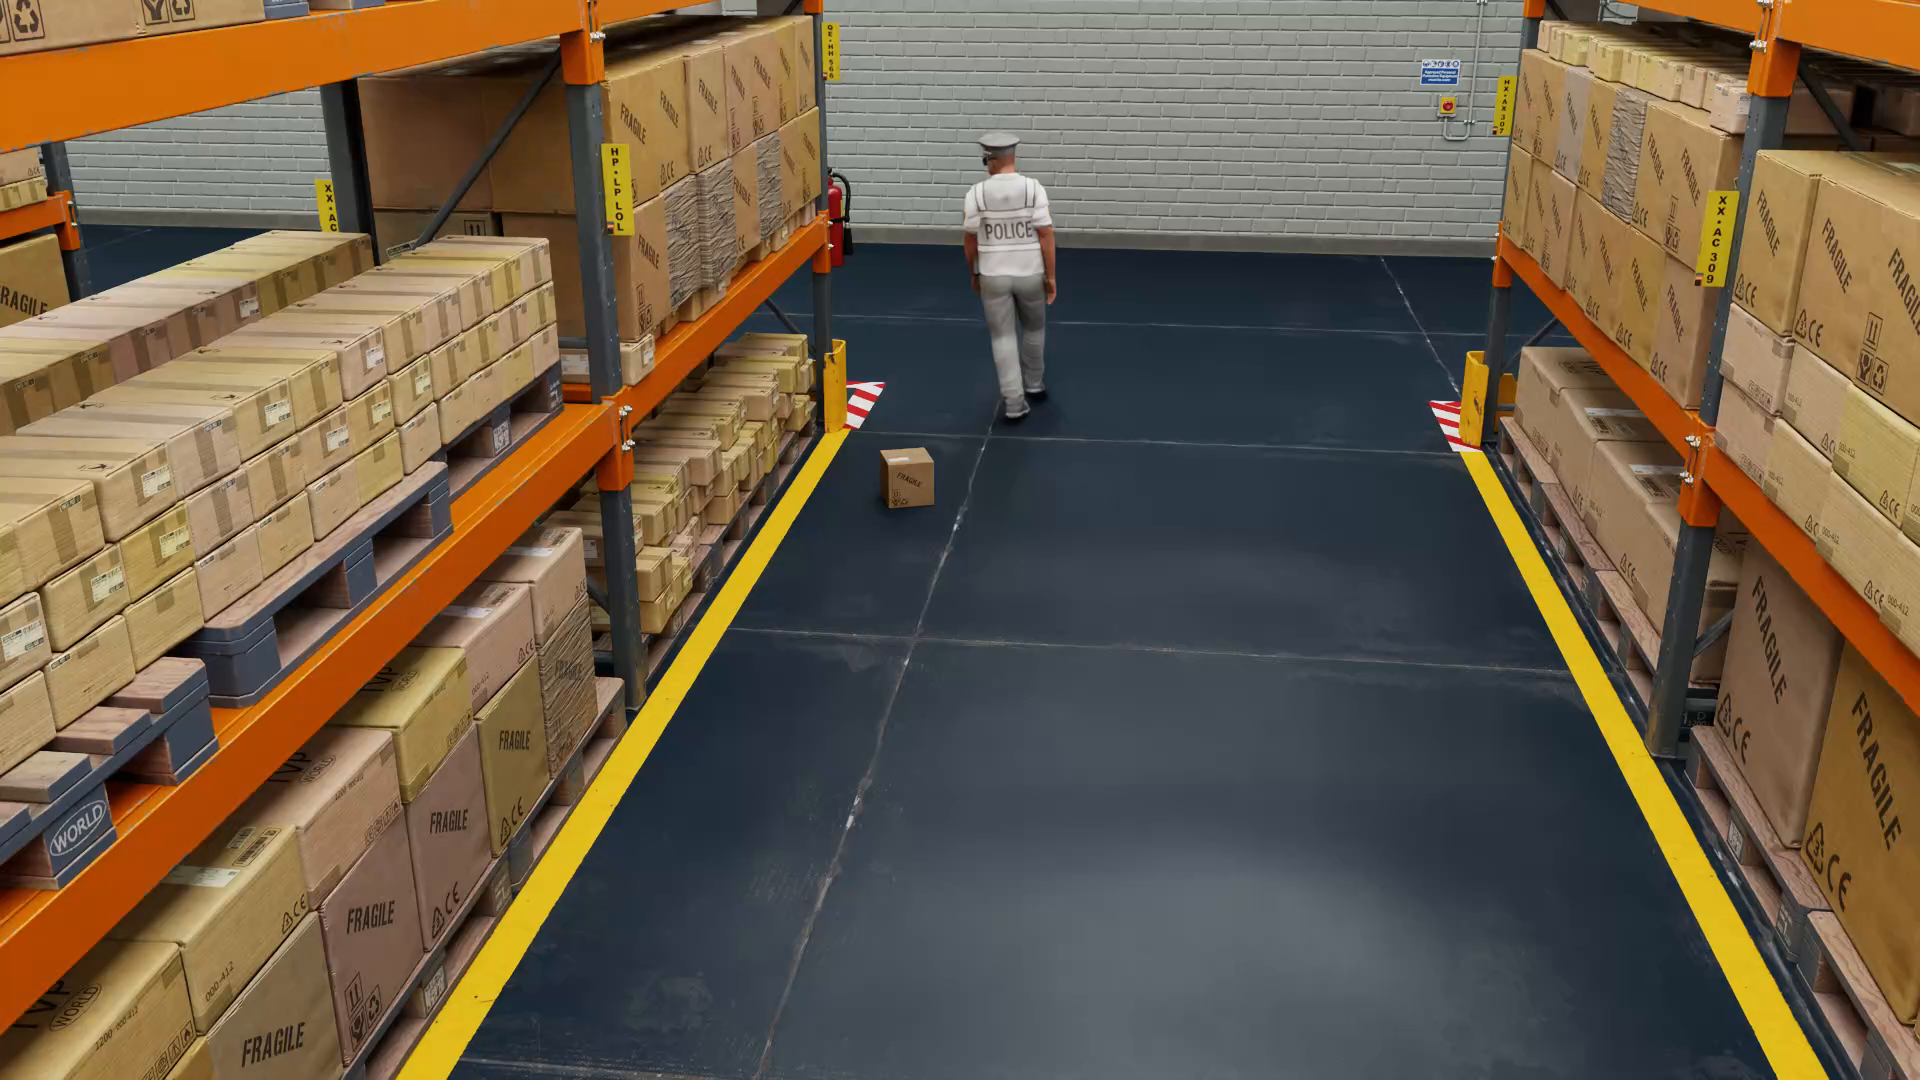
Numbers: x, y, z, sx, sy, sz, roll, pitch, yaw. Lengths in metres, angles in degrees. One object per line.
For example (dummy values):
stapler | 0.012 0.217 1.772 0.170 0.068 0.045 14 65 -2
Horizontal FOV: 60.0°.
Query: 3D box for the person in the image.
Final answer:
person | 0.303 -1.673 10.413 0.585 1.716 0.848 -2 21 -5
